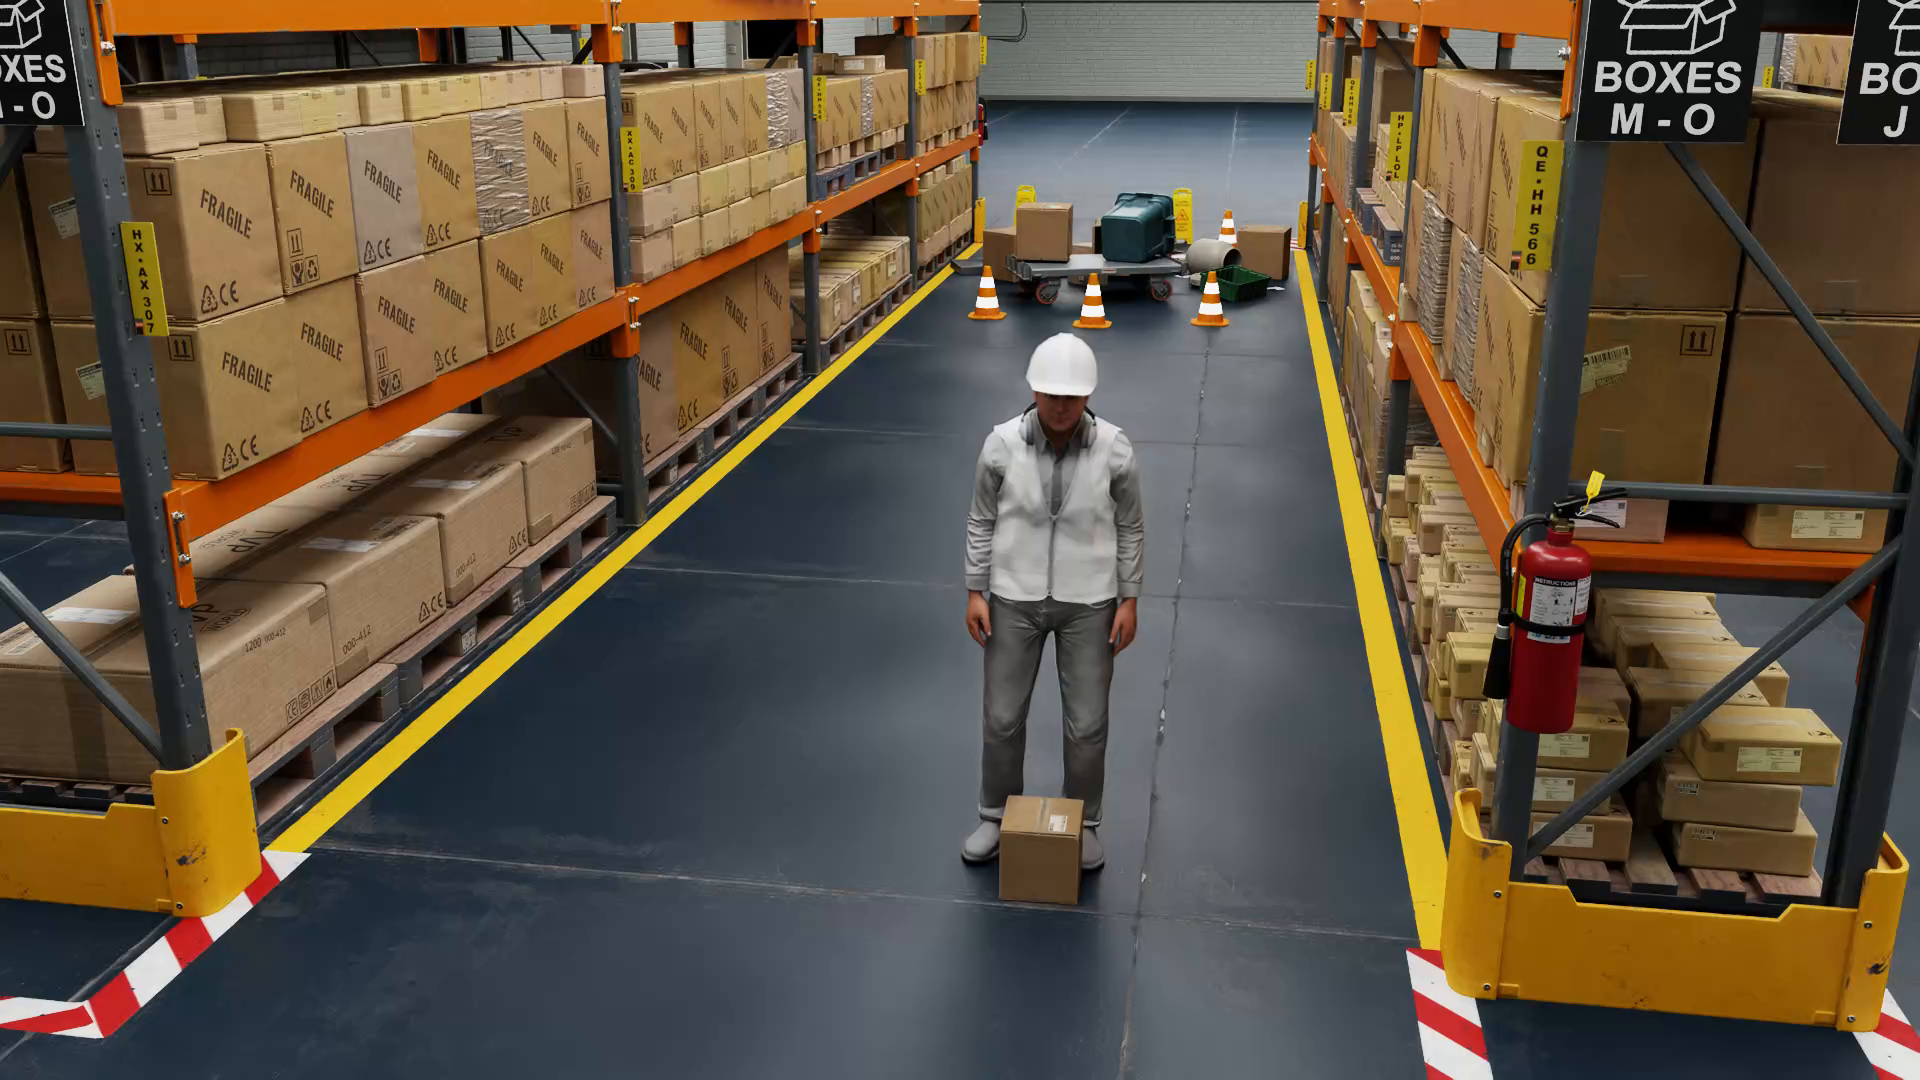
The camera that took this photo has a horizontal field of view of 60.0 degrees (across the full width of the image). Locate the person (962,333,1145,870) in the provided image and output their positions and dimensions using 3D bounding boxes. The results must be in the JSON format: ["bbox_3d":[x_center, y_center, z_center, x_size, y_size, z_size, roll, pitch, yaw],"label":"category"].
[{"bbox_3d":[0.301,0.198,5.395,0.578,1.769,0.466,2,18,6],"label":"person"}]
